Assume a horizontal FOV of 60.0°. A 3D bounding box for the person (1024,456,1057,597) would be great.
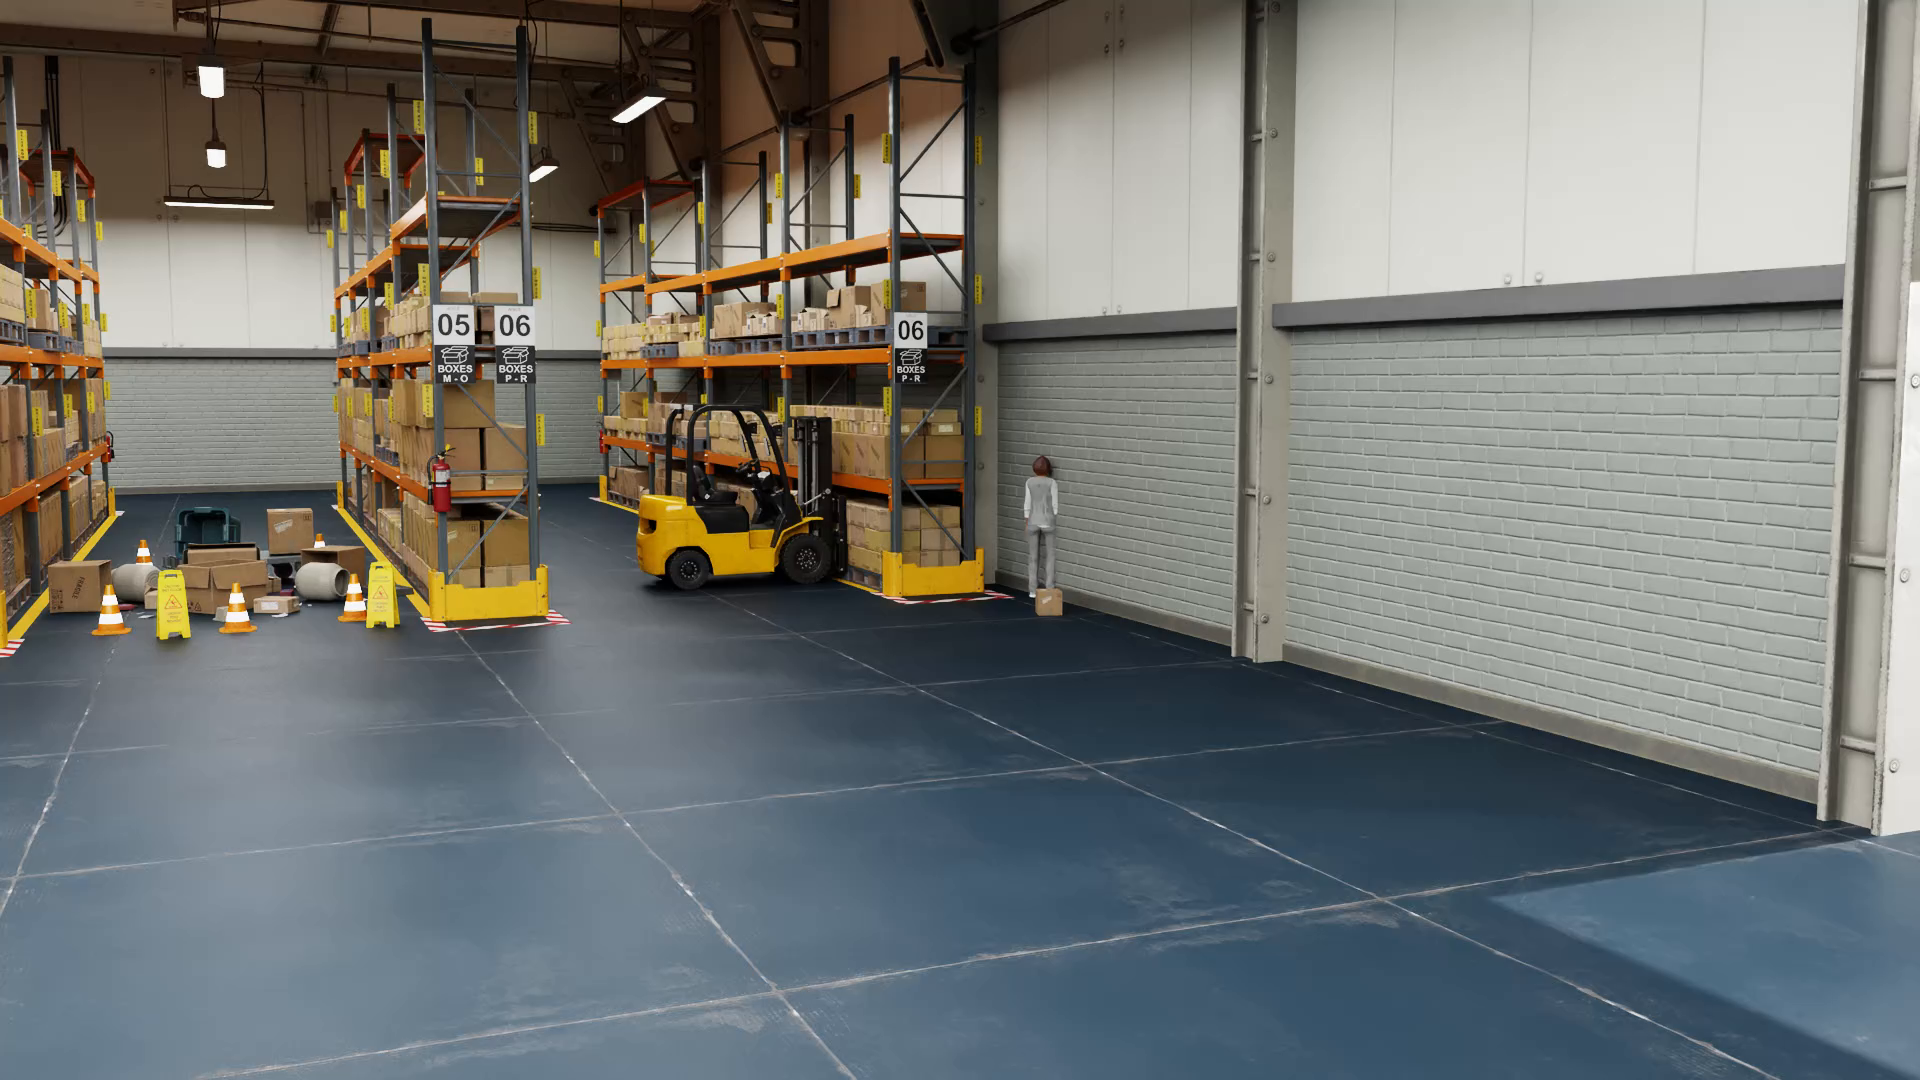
[{"bbox_3d":[0.925,-0.141,18.646,0.409,1.609,0.309,1,6,15],"label":"person"}]
